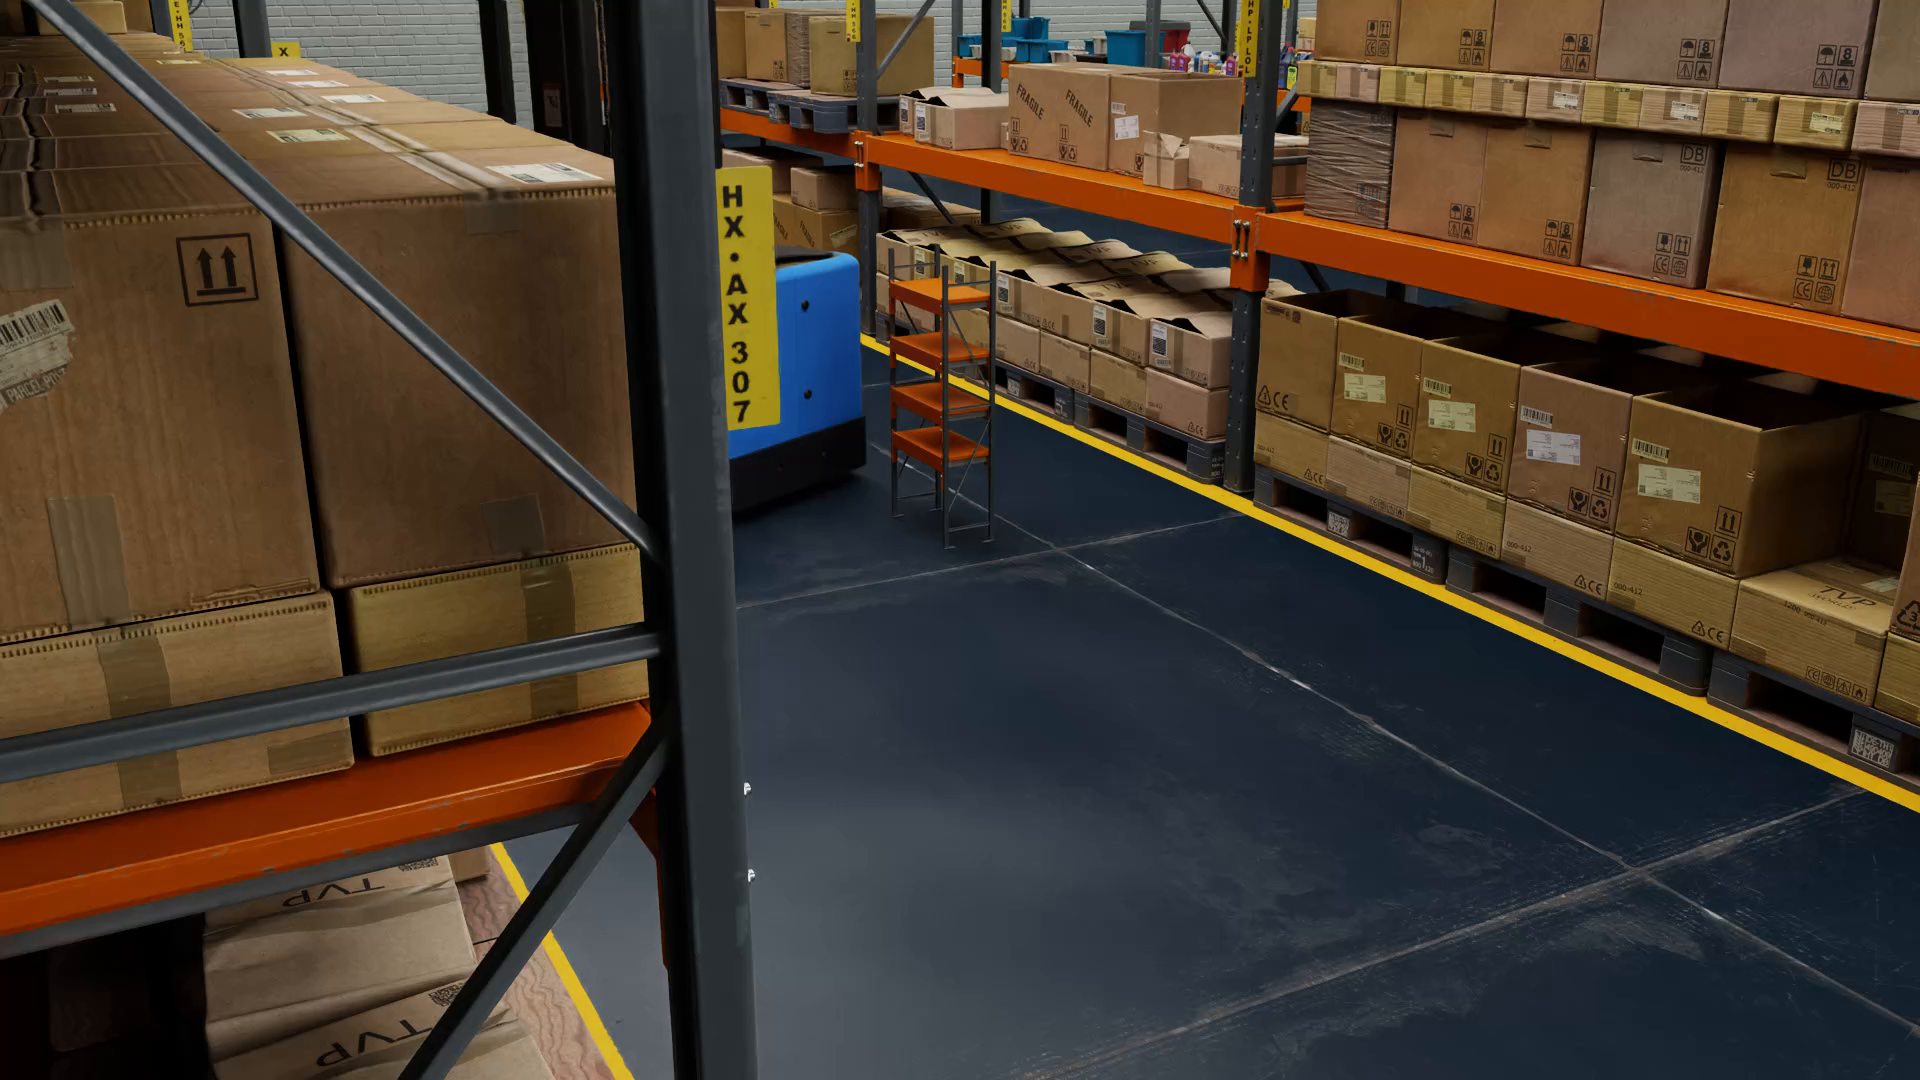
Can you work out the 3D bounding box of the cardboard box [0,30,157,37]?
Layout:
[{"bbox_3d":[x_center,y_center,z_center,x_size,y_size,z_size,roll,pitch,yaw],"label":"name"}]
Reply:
[{"bbox_3d":[-4.320,-2.221,8.142,0.700,0.500,0.500,-13,23,-33],"label":"cardboard box"}]

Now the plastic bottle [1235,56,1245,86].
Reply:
[{"bbox_3d":[2.592,-4.266,15.086,0.152,0.276,0.135,-10,21,-27],"label":"plastic bottle"}]

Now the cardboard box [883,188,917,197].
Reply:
[{"bbox_3d":[-0.646,-2.363,12.539,0.500,0.500,0.500,-10,22,-27],"label":"cardboard box"}]

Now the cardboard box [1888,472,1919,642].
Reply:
[{"bbox_3d":[3.088,0.068,4.759,0.500,0.500,0.500,-10,21,-27],"label":"cardboard box"}]

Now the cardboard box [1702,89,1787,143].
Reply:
[{"bbox_3d":[2.640,-1.377,5.375,0.380,0.149,0.250,-9,21,-25],"label":"cardboard box"}]

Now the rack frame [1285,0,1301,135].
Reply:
[{"bbox_3d":[4.727,-6.698,21.943,1.000,3.000,0.127,-10,21,-27],"label":"rack frame"}]

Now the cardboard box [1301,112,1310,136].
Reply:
[{"bbox_3d":[5.101,-5.720,21.724,0.875,0.875,0.875,-10,21,-27],"label":"cardboard box"}]

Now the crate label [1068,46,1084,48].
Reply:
[{"bbox_3d":[1.194,-5.467,18.687,0.396,0.136,0.243,-10,21,-27],"label":"crate label"}]

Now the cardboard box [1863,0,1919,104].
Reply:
[{"bbox_3d":[3.115,-1.533,4.834,0.700,0.500,0.500,-11,22,-28],"label":"cardboard box"}]

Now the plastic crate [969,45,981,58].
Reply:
[{"bbox_3d":[0.275,-5.607,19.096,0.250,0.136,0.298,-10,21,-27],"label":"plastic crate"}]

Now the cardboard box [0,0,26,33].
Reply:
[{"bbox_3d":[-4.995,-2.741,8.687,0.500,0.250,0.500,-9,21,-25],"label":"cardboard box"}]

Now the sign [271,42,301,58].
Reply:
[{"bbox_3d":[-2.178,-1.447,5.398,0.100,0.325,0.005,-10,21,-27],"label":"sign"}]

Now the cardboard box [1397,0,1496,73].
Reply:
[{"bbox_3d":[2.163,-2.109,6.502,0.700,0.500,0.500,-10,21,-27],"label":"cardboard box"}]

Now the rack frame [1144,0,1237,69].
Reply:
[{"bbox_3d":[2.268,-4.782,16.392,1.000,3.000,0.127,-10,21,-27],"label":"rack frame"}]

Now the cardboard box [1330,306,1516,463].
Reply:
[{"bbox_3d":[1.895,-0.649,6.835,0.500,0.500,0.500,-10,21,-27],"label":"cardboard box"}]

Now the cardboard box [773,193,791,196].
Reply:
[{"bbox_3d":[-1.345,-2.425,12.717,0.500,0.500,0.500,-11,22,-29],"label":"cardboard box"}]

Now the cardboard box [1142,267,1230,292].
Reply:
[{"bbox_3d":[1.249,-1.333,9.109,0.500,0.311,0.500,-11,22,-28],"label":"cardboard box"}]

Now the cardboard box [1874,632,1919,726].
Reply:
[{"bbox_3d":[3.090,0.422,4.882,0.500,0.250,0.500,-10,21,-27],"label":"cardboard box"}]

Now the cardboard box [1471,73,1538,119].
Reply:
[{"bbox_3d":[2.149,-1.673,6.234,0.380,0.149,0.250,-11,22,-28],"label":"cardboard box"}]

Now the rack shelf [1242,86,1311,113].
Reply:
[{"bbox_3d":[3.217,-3.868,14.845,1.077,0.370,4.000,-10,21,-27],"label":"rack shelf"}]

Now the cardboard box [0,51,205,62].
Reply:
[{"bbox_3d":[-3.123,-1.519,6.108,0.700,0.500,0.500,-8,20,-21],"label":"cardboard box"}]

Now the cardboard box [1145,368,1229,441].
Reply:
[{"bbox_3d":[1.254,-0.692,8.111,0.500,0.250,0.500,-10,22,-27],"label":"cardboard box"}]

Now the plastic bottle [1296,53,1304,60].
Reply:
[{"bbox_3d":[3.115,-4.345,15.323,0.097,0.271,0.097,0,19,0],"label":"plastic bottle"}]

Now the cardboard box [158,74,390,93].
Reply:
[{"bbox_3d":[-1.684,-0.868,4.097,0.500,0.500,0.500,-11,22,-28],"label":"cardboard box"}]

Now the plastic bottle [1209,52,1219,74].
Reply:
[{"bbox_3d":[2.357,-4.387,15.444,0.097,0.271,0.097,0,19,0],"label":"plastic bottle"}]

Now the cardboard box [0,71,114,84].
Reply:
[{"bbox_3d":[-2.371,-0.928,4.271,0.500,0.500,0.500,-10,21,-27],"label":"cardboard box"}]

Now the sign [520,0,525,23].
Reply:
[{"bbox_3d":[-4.470,-5.489,17.114,0.100,0.325,0.005,-10,21,-27],"label":"sign"}]

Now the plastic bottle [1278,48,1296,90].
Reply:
[{"bbox_3d":[2.867,-4.132,14.584,0.144,0.351,0.185,-10,21,-27],"label":"plastic bottle"}]

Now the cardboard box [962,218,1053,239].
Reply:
[{"bbox_3d":[0.272,-1.919,10.807,0.500,0.311,0.500,-9,21,-25],"label":"cardboard box"}]

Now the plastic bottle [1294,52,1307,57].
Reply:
[{"bbox_3d":[3.152,-4.411,15.506,0.152,0.276,0.135,-10,21,-27],"label":"plastic bottle"}]

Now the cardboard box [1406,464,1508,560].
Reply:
[{"bbox_3d":[2.125,-0.149,6.538,0.500,0.250,0.500,-10,21,-27],"label":"cardboard box"}]

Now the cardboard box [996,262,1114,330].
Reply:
[{"bbox_3d":[0.538,-1.392,9.279,0.500,0.311,0.500,-10,22,-27],"label":"cardboard box"}]

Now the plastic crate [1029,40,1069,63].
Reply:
[{"bbox_3d":[0.964,-5.294,18.039,0.416,0.233,0.300,-10,21,-27],"label":"plastic crate"}]

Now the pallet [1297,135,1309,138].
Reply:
[{"bbox_3d":[5.176,-5.162,21.768,1.003,0.211,1.213,-10,21,-27],"label":"pallet"}]

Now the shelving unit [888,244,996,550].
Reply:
[{"bbox_3d":[-0.079,-0.615,7.073,0.258,1.200,0.503,-10,21,-27],"label":"shelving unit"}]

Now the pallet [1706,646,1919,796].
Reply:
[{"bbox_3d":[3.205,0.534,5.261,1.003,0.211,1.213,-10,21,-27],"label":"pallet"}]

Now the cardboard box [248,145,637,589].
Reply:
[{"bbox_3d":[-0.715,-0.280,2.393,0.500,0.500,0.500,-10,21,-27],"label":"cardboard box"}]

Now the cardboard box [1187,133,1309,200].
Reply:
[{"bbox_3d":[1.433,-1.783,7.930,0.500,0.250,0.500,-9,21,-23],"label":"cardboard box"}]

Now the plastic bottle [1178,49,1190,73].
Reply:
[{"bbox_3d":[2.130,-4.517,15.803,0.061,0.283,0.133,-10,21,-27],"label":"plastic bottle"}]

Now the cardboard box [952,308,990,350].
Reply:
[{"bbox_3d":[0.288,-1.278,9.809,0.500,0.250,0.500,-11,22,-28],"label":"cardboard box"}]

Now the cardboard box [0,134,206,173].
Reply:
[{"bbox_3d":[-1.394,-0.344,2.580,0.500,0.500,0.500,-10,21,-26],"label":"cardboard box"}]

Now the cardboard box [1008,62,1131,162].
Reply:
[{"bbox_3d":[0.617,-2.436,9.439,0.500,0.500,0.500,-11,22,-30],"label":"cardboard box"}]

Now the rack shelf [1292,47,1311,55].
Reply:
[{"bbox_3d":[5.677,-5.783,20.396,1.077,0.370,4.000,-10,21,-27],"label":"rack shelf"}]

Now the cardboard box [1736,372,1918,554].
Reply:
[{"bbox_3d":[3.058,-0.298,5.817,0.500,0.500,0.500,-10,21,-27],"label":"cardboard box"}]

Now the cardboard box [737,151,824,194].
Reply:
[{"bbox_3d":[-1.365,-2.789,12.624,0.500,0.250,0.500,-10,22,-28],"label":"cardboard box"}]

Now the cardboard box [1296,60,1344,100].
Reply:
[{"bbox_3d":[1.663,-1.966,7.083,0.380,0.149,0.250,-10,21,-27],"label":"cardboard box"}]

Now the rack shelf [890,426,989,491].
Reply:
[{"bbox_3d":[-0.079,-0.363,7.160,0.258,0.148,0.480,-10,21,-27],"label":"rack shelf"}]

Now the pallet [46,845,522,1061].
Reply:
[{"bbox_3d":[-1.719,0.905,4.185,1.003,0.211,1.213,-10,21,-27],"label":"pallet"}]

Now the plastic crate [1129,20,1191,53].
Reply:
[{"bbox_3d":[2.064,-5.136,17.227,0.402,0.464,0.583,-10,21,-27],"label":"plastic crate"}]

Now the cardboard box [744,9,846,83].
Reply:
[{"bbox_3d":[-1.200,-3.764,12.645,0.700,0.500,0.500,-17,25,-40],"label":"cardboard box"}]

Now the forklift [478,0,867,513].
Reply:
[{"bbox_3d":[-1.939,-1.845,7.985,3.031,2.935,1.130,13,23,34],"label":"forklift"}]

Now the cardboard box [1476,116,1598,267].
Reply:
[{"bbox_3d":[2.413,-1.345,6.278,0.700,0.500,0.500,-10,21,-26],"label":"cardboard box"}]

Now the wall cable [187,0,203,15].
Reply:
[{"bbox_3d":[-10.722,-7.443,19.666,3.097,2.526,0.112,-10,21,-27],"label":"wall cable"}]
